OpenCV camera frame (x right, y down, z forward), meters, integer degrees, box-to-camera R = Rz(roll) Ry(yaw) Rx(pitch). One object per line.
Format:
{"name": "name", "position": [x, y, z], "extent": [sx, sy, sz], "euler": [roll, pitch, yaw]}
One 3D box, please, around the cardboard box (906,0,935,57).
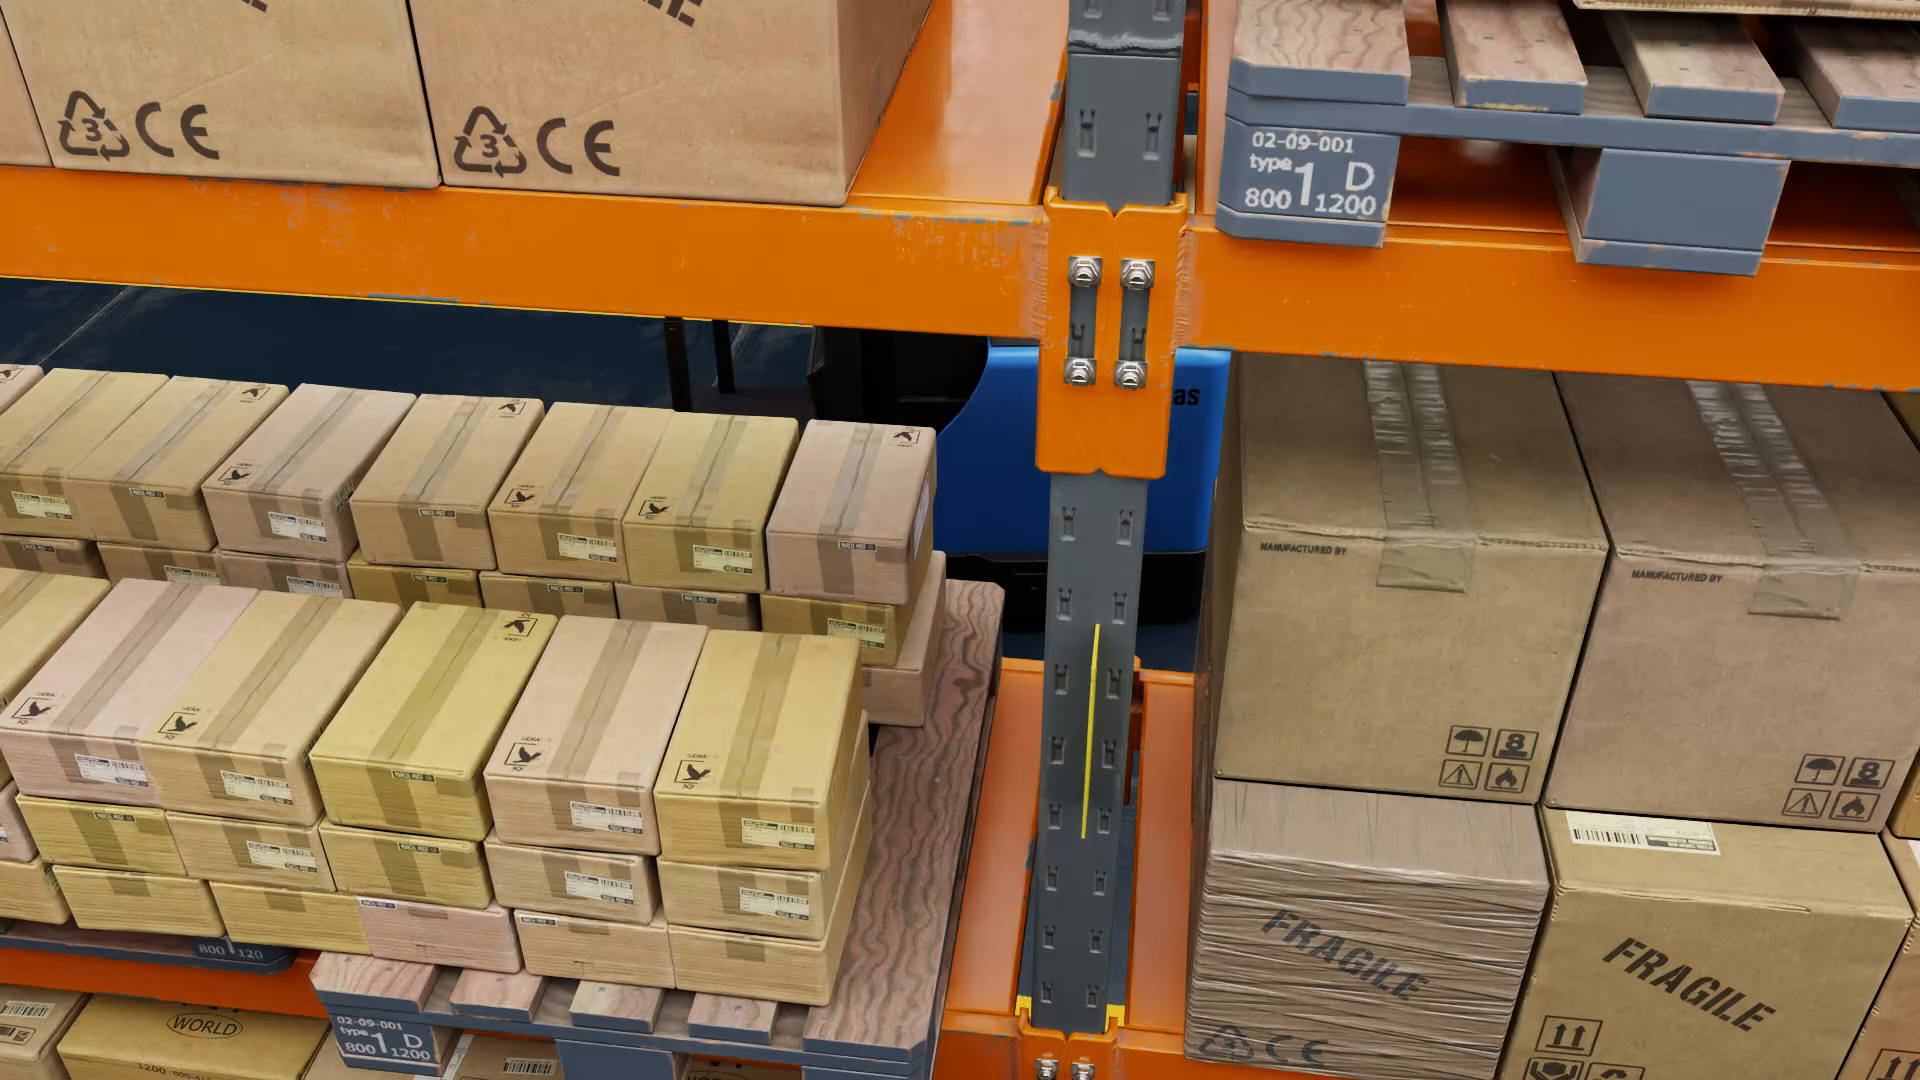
{"name": "cardboard box", "position": [-0.288, -1.058, 2.482], "extent": [0.500, 0.500, 0.500], "euler": [4, 36, 6]}

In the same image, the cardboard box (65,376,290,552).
{"name": "cardboard box", "position": [-1.493, -0.154, 3.226], "extent": [0.250, 0.149, 0.380], "euler": [5, 36, 7]}

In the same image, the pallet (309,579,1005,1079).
{"name": "pallet", "position": [-0.476, 0.486, 3.152], "extent": [1.003, 0.211, 1.213], "euler": [4, 36, 6]}

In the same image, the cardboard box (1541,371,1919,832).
{"name": "cardboard box", "position": [1.190, 0.027, 2.683], "extent": [0.500, 0.500, 0.700], "euler": [4, 36, 5]}

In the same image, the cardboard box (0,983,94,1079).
{"name": "cardboard box", "position": [-1.990, 0.930, 3.510], "extent": [0.500, 0.250, 0.500], "euler": [6, 36, 8]}

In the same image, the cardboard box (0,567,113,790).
{"name": "cardboard box", "position": [-1.582, 0.219, 2.703], "extent": [0.250, 0.149, 0.380], "euler": [6, 36, 8]}

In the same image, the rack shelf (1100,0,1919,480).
{"name": "rack shelf", "position": [2.228, -0.381, 2.239], "extent": [4.000, 0.370, 1.077], "euler": [4, 36, 6]}

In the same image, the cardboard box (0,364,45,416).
{"name": "cardboard box", "position": [-2.007, -0.194, 3.282], "extent": [0.250, 0.149, 0.380], "euler": [3, 36, 4]}

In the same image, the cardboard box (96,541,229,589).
{"name": "cardboard box", "position": [-1.487, -0.036, 3.318], "extent": [0.250, 0.149, 0.380], "euler": [4, 36, 6]}

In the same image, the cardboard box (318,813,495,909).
{"name": "cardboard box", "position": [-0.830, 0.398, 2.708], "extent": [0.250, 0.149, 0.380], "euler": [5, 36, 7]}

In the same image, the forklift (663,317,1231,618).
{"name": "forklift", "position": [-0.630, -1.188, 5.392], "extent": [3.031, 2.935, 1.130], "euler": [0, 36, -1]}

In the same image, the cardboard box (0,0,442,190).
{"name": "cardboard box", "position": [-0.852, -0.788, 2.104], "extent": [0.500, 0.500, 0.500], "euler": [4, 36, 6]}

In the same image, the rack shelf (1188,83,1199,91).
{"name": "rack shelf", "position": [2.758, -2.020, 7.117], "extent": [4.000, 0.370, 1.077], "euler": [4, 36, 6]}

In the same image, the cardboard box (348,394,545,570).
{"name": "cardboard box", "position": [-0.961, -0.116, 3.174], "extent": [0.250, 0.149, 0.380], "euler": [3, 36, 4]}

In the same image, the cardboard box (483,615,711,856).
{"name": "cardboard box", "position": [-0.549, 0.296, 2.595], "extent": [0.250, 0.149, 0.380], "euler": [4, 36, 5]}

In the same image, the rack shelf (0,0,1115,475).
{"name": "rack shelf", "position": [-1.739, -0.677, 2.654], "extent": [4.000, 0.370, 1.077], "euler": [4, 36, 6]}

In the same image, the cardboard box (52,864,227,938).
{"name": "cardboard box", "position": [-1.318, 0.481, 2.849], "extent": [0.250, 0.149, 0.380], "euler": [3, 36, 4]}

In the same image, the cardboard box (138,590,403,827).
{"name": "cardboard box", "position": [-1.074, 0.259, 2.647], "extent": [0.250, 0.149, 0.380], "euler": [5, 36, 7]}

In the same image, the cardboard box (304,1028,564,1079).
{"name": "cardboard box", "position": [-0.970, 1.010, 3.398], "extent": [0.500, 0.250, 0.500], "euler": [5, 36, 7]}

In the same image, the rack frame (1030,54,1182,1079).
{"name": "rack frame", "position": [0.245, 0.399, 3.109], "extent": [0.127, 3.000, 1.000], "euler": [4, 36, 6]}

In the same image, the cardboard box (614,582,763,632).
{"name": "cardboard box", "position": [-0.479, 0.039, 3.212], "extent": [0.250, 0.149, 0.380], "euler": [6, 36, 8]}

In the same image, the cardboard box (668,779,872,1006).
{"name": "cardboard box", "position": [-0.303, 0.559, 2.740], "extent": [0.250, 0.149, 0.380], "euler": [5, 36, 7]}

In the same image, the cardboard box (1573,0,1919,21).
{"name": "cardboard box", "position": [0.934, -0.817, 1.859], "extent": [0.500, 0.311, 0.500], "euler": [4, 36, 6]}

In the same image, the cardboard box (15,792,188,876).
{"name": "cardboard box", "position": [-1.324, 0.360, 2.762], "extent": [0.250, 0.149, 0.380], "euler": [4, 36, 6]}

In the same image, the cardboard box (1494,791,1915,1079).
{"name": "cardboard box", "position": [1.160, 0.583, 2.765], "extent": [0.500, 0.500, 0.500], "euler": [4, 36, 6]}

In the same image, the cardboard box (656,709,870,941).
{"name": "cardboard box", "position": [-0.303, 0.435, 2.657], "extent": [0.250, 0.149, 0.380], "euler": [5, 36, 7]}

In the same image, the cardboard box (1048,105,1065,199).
{"name": "cardboard box", "position": [0.100, -1.866, 7.749], "extent": [0.875, 0.875, 0.875], "euler": [4, 36, 6]}

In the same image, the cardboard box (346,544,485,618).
{"name": "cardboard box", "position": [-0.994, 0.003, 3.263], "extent": [0.250, 0.149, 0.380], "euler": [4, 36, 6]}

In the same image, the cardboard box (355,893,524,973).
{"name": "cardboard box", "position": [-0.805, 0.521, 2.793], "extent": [0.250, 0.149, 0.380], "euler": [5, 36, 7]}

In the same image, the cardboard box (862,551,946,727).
{"name": "cardboard box", "position": [-0.174, 0.181, 3.269], "extent": [0.250, 0.149, 0.380], "euler": [4, 36, 5]}

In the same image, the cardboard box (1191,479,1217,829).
{"name": "cardboard box", "position": [0.725, 0.237, 3.250], "extent": [0.500, 0.500, 0.500], "euler": [4, 36, 6]}

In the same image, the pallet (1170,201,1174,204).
{"name": "pallet", "position": [1.550, -1.267, 7.843], "extent": [1.213, 0.211, 1.003], "euler": [4, 36, 6]}

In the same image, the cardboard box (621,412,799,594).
{"name": "cardboard box", "position": [-0.456, -0.076, 3.117], "extent": [0.250, 0.149, 0.380], "euler": [3, 36, 5]}
